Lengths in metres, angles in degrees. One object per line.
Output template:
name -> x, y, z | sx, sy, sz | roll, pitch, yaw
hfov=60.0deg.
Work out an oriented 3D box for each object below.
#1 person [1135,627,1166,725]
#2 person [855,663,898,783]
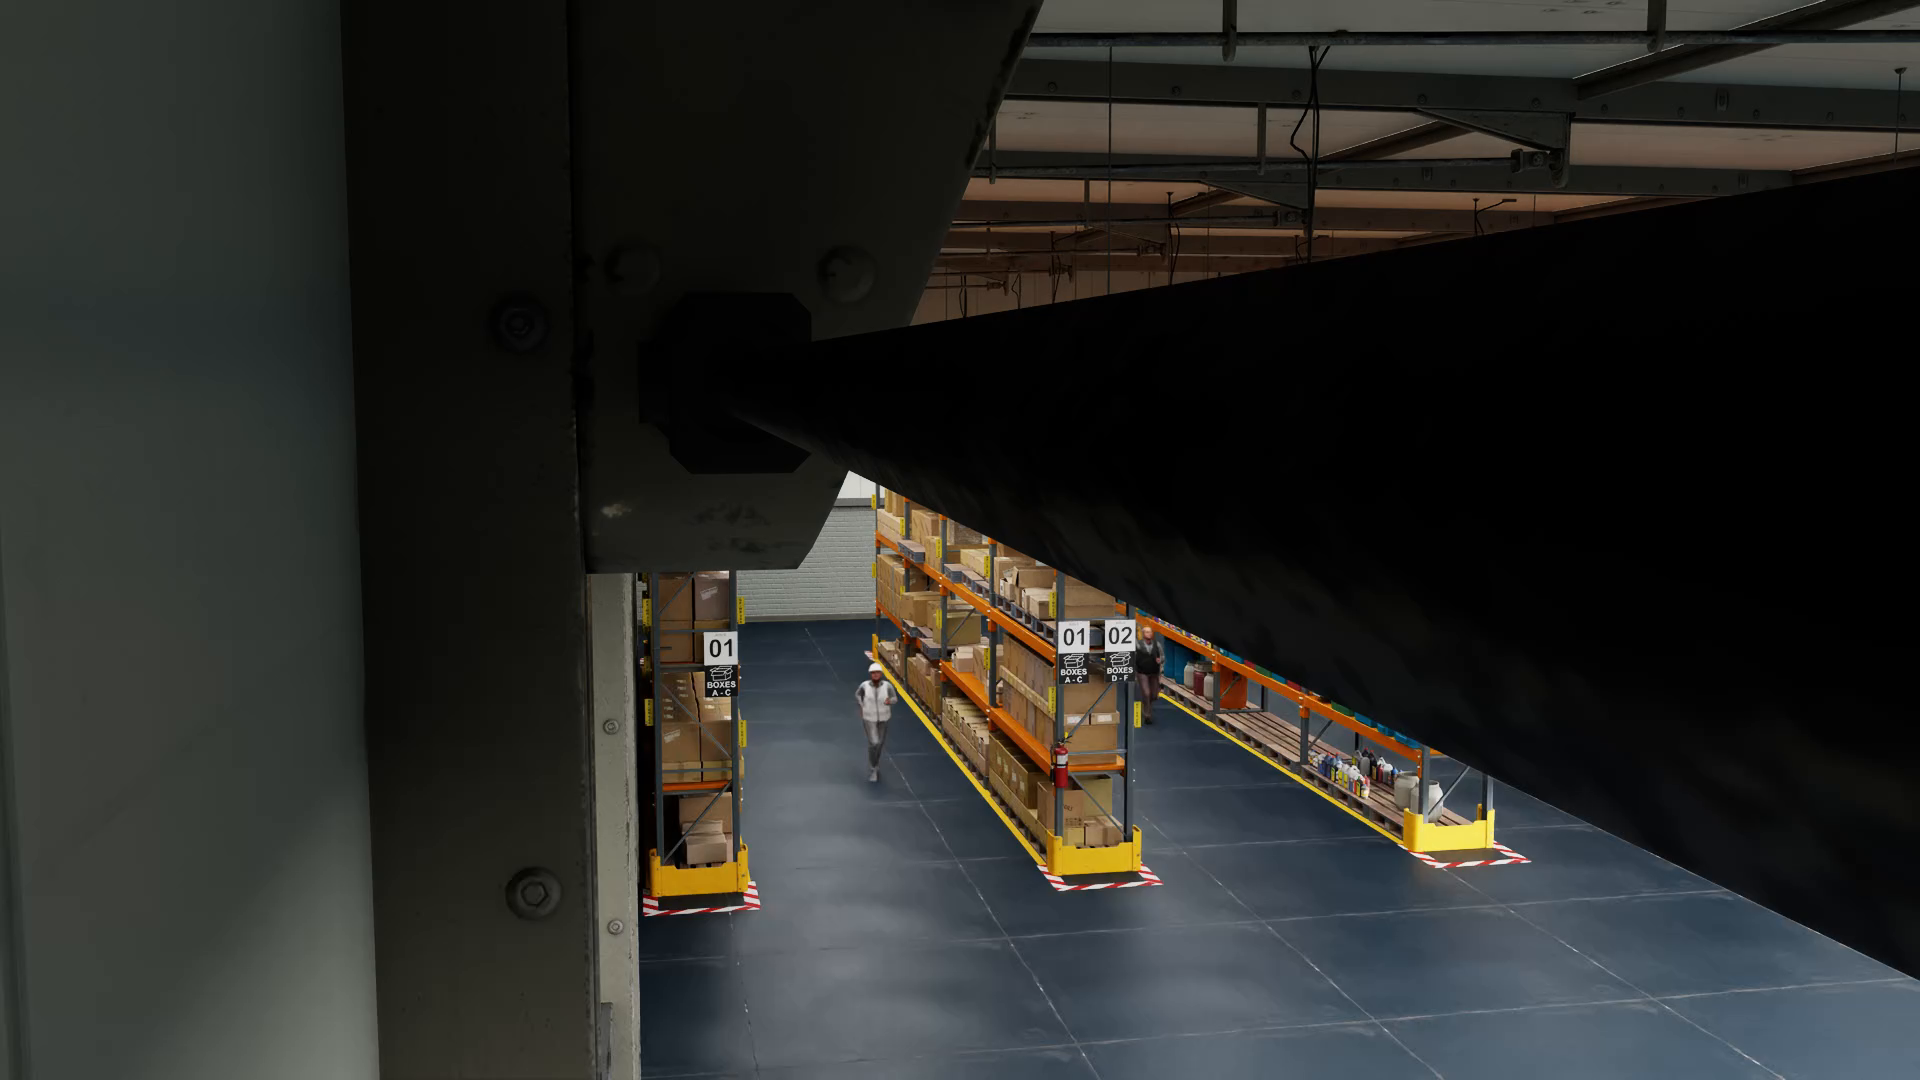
person -> 3.364, 2.410, 29.869 | 0.667, 1.697, 0.915 | -1, 6, -11
person -> -1.279, 2.811, 25.819 | 0.628, 1.843, 0.781 | -1, 6, -14
